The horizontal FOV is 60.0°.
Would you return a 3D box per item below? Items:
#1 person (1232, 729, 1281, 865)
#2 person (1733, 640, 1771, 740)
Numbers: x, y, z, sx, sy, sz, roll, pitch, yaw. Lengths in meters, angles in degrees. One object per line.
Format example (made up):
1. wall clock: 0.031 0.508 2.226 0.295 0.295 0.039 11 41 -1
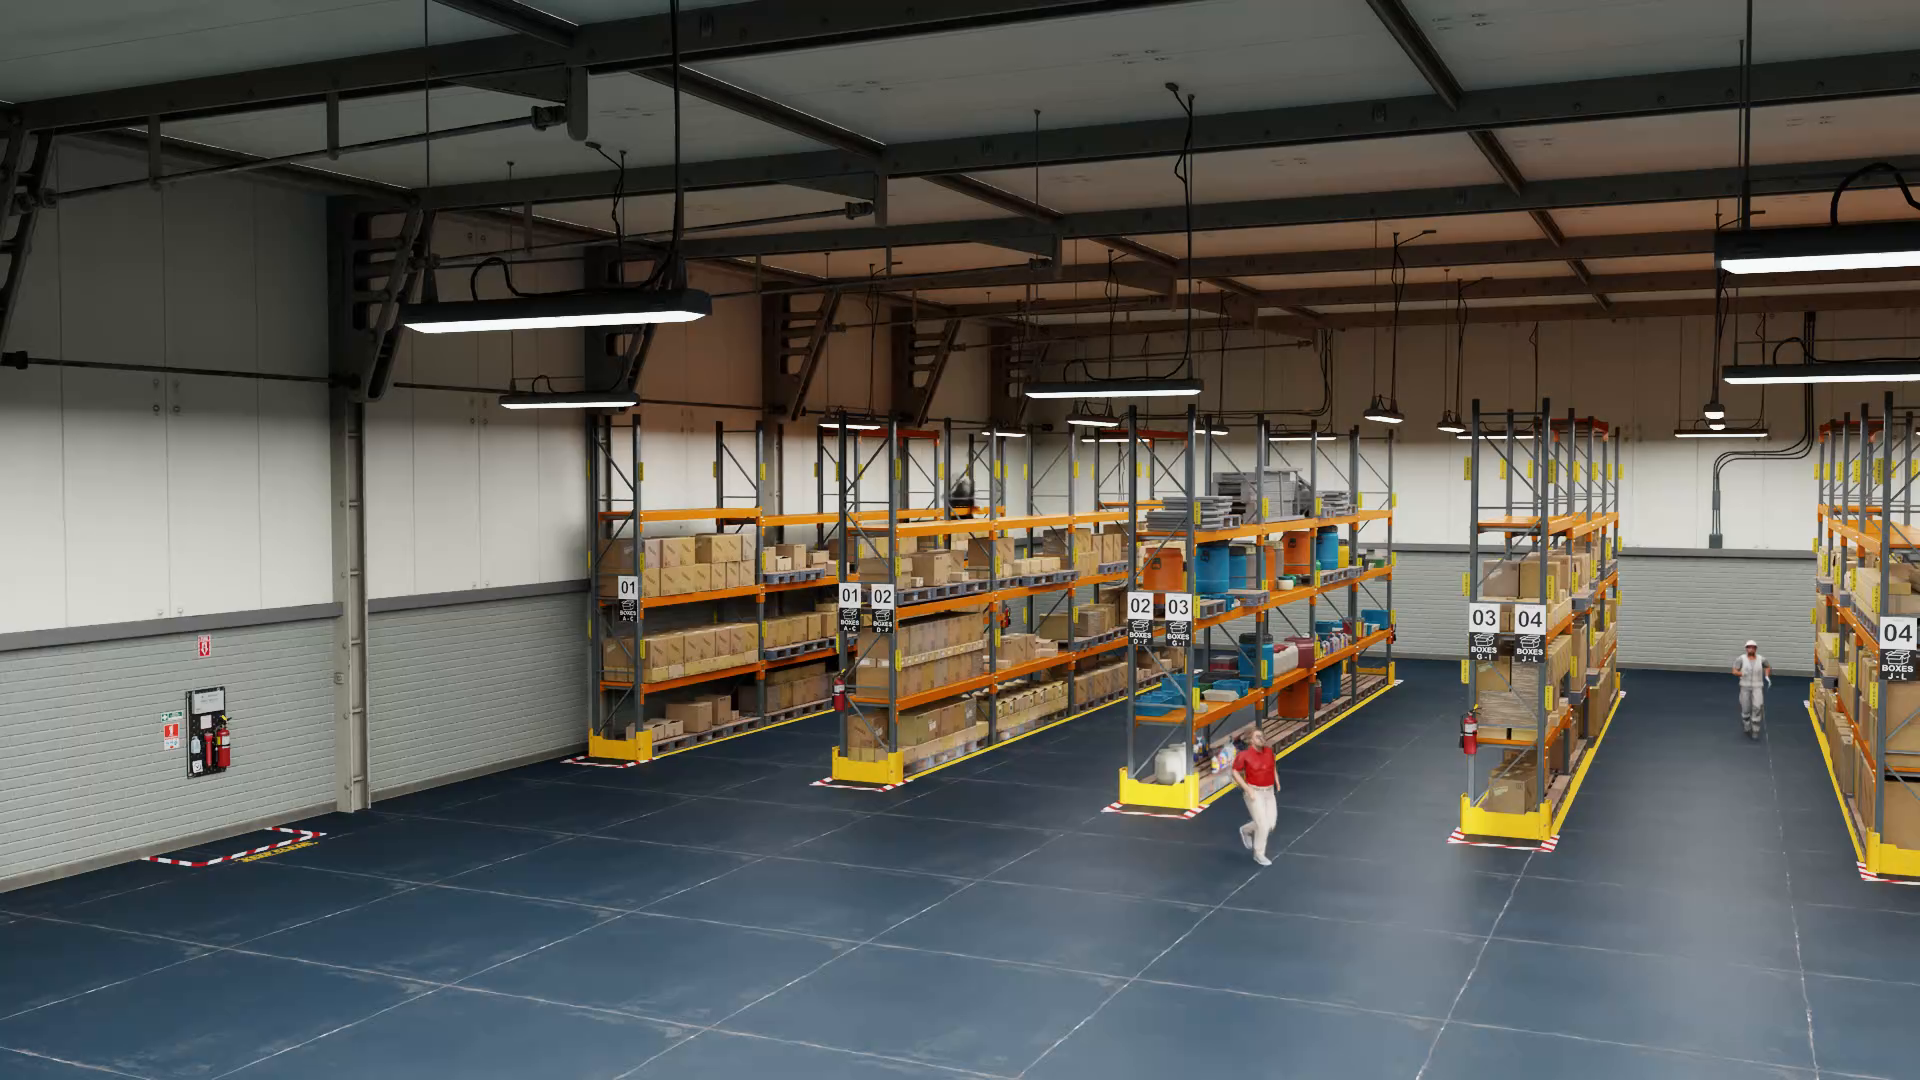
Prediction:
1. person: 3.822 3.283 21.424 0.658 1.709 0.637 -1 3 -29
2. person: 14.898 2.793 31.293 0.661 1.813 0.929 1 3 25
